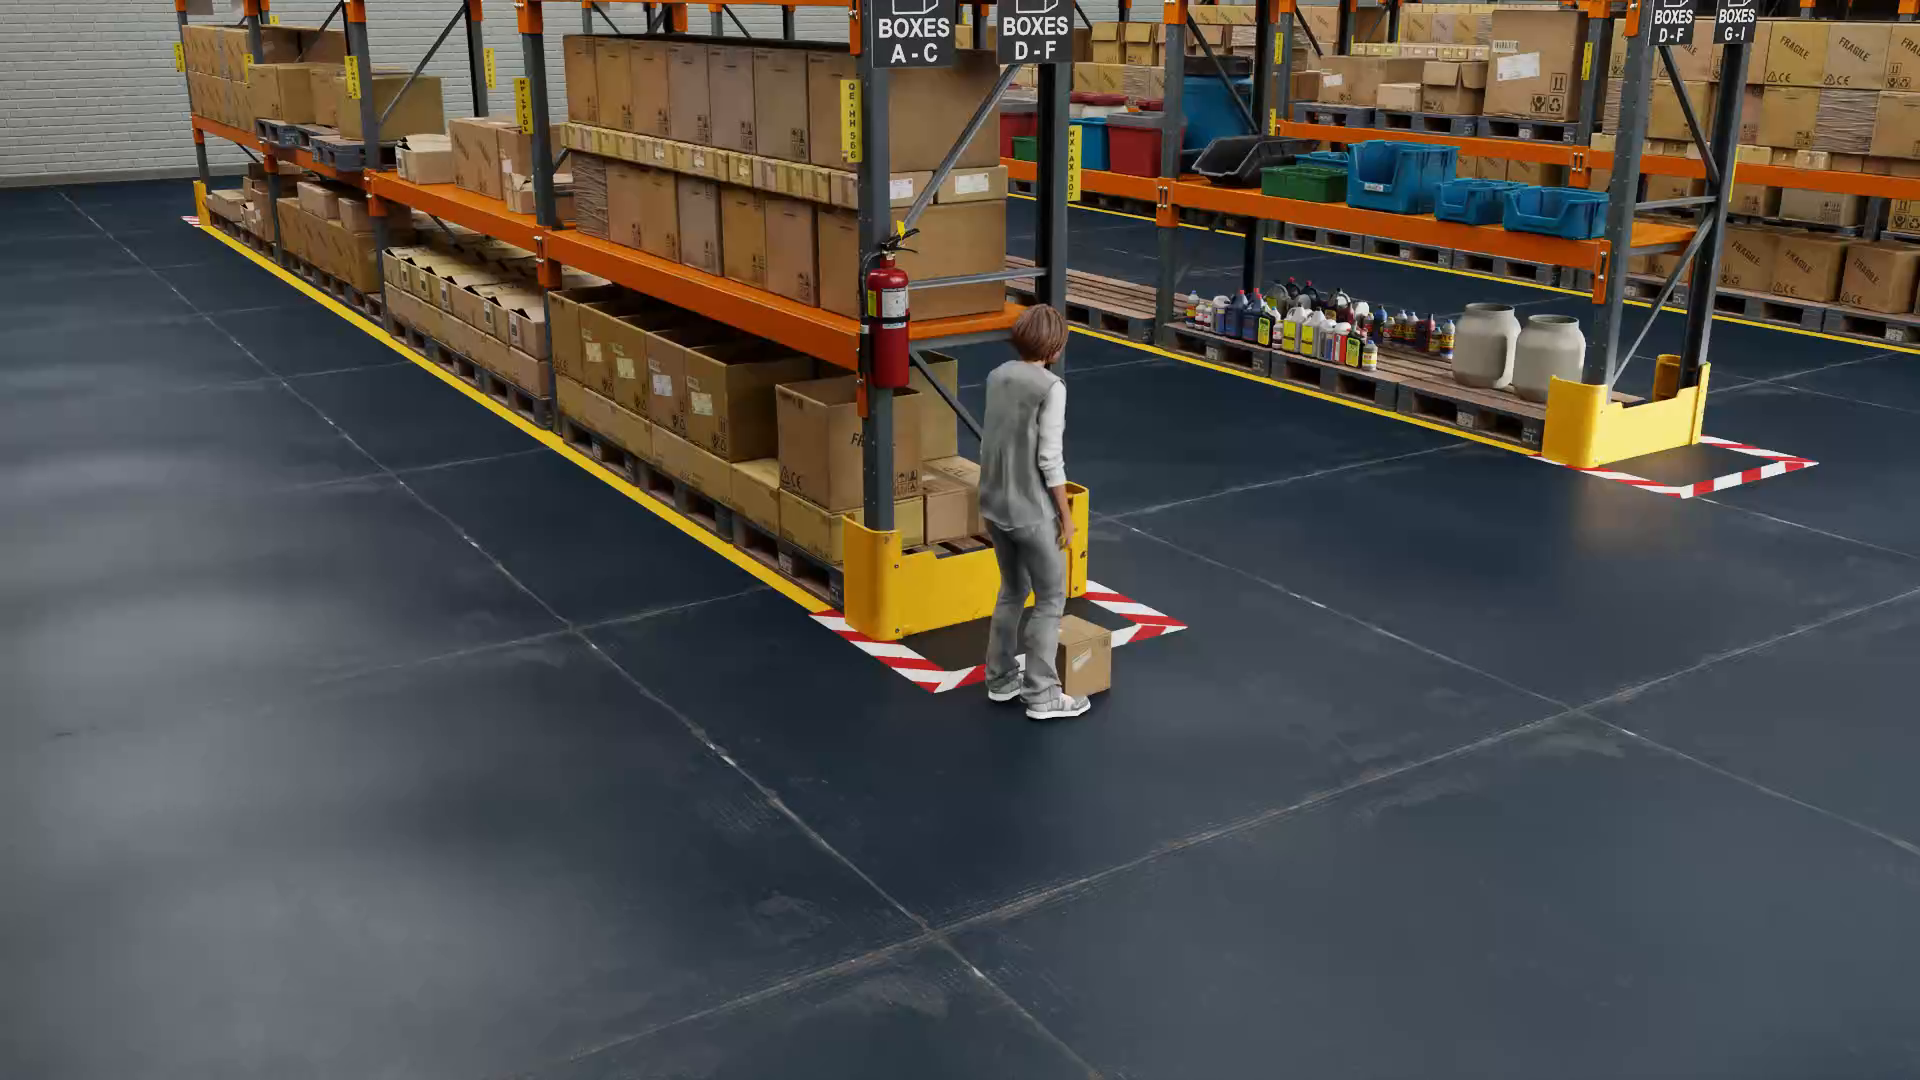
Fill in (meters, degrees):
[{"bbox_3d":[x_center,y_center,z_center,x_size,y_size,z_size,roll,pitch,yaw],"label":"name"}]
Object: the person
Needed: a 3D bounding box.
[{"bbox_3d":[0.258,-0.104,6.388,0.347,1.593,0.461,-13,23,-35],"label":"person"}]
